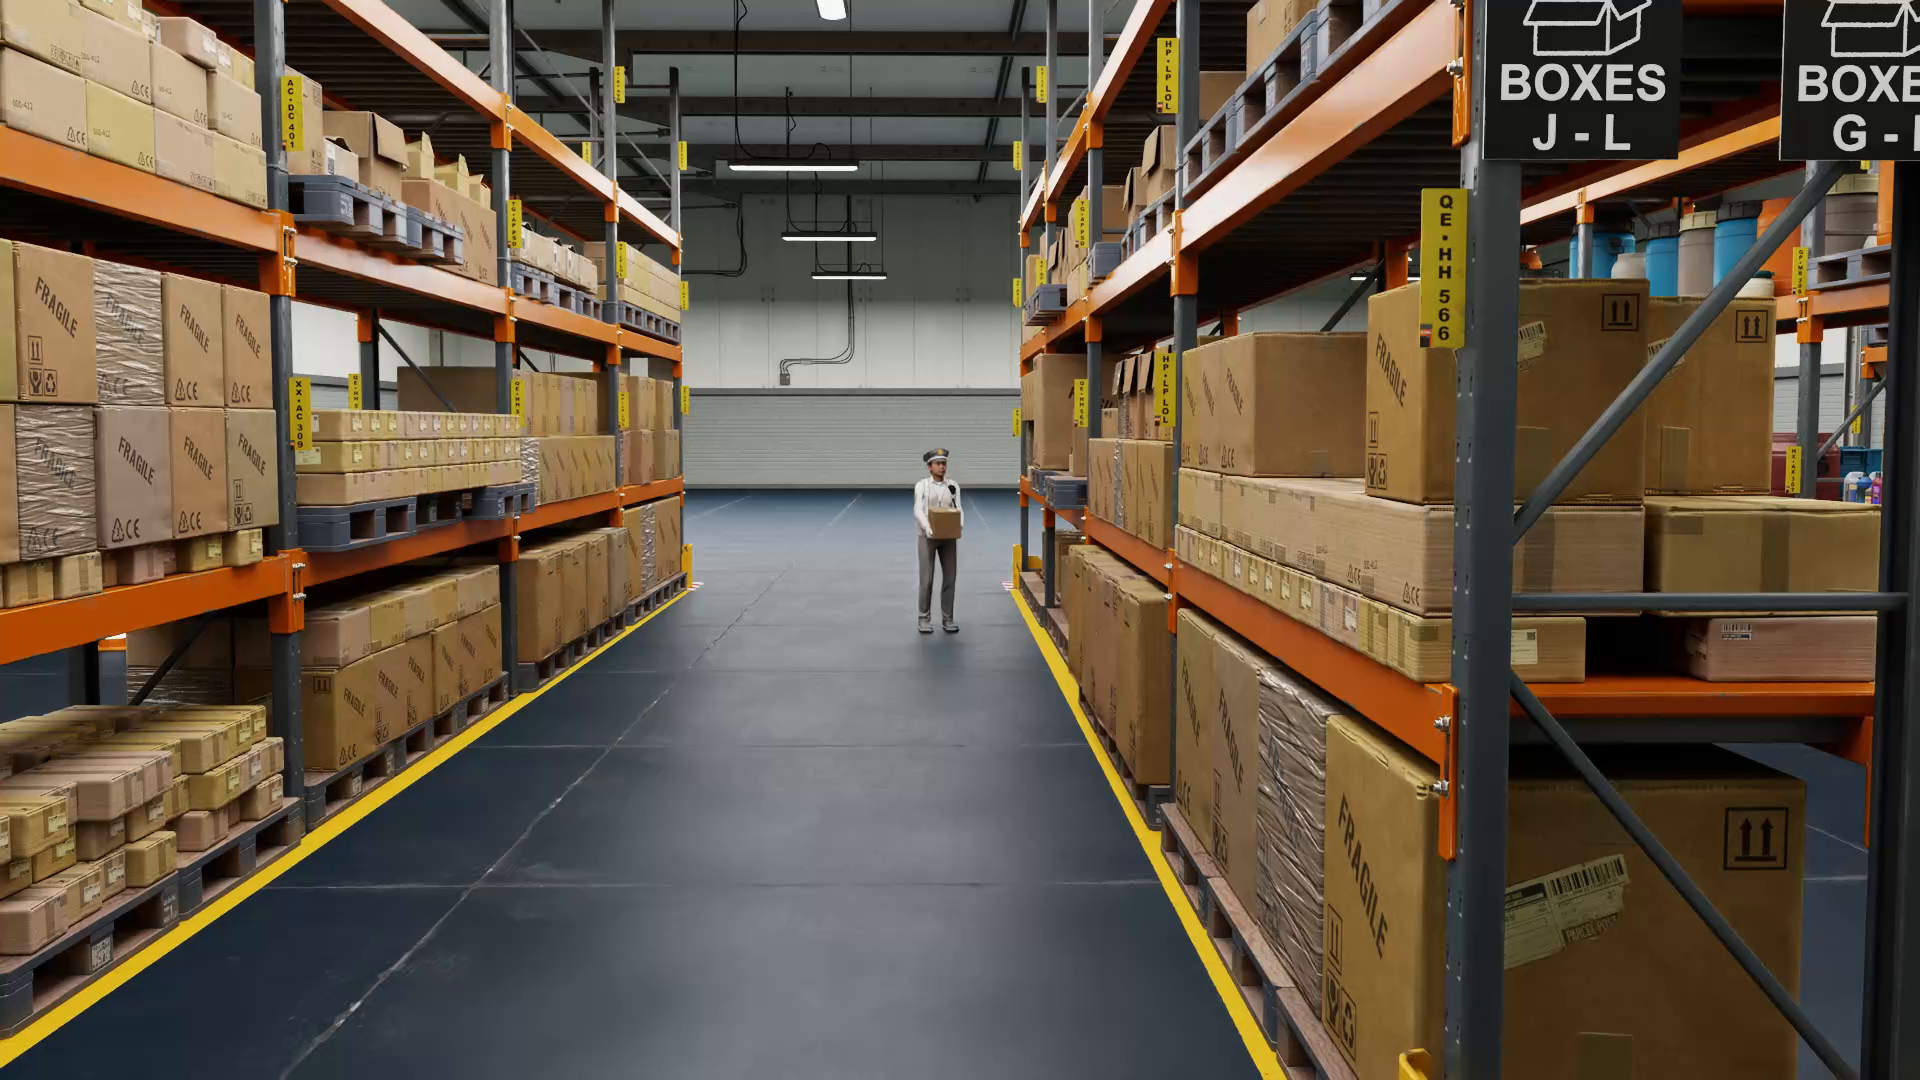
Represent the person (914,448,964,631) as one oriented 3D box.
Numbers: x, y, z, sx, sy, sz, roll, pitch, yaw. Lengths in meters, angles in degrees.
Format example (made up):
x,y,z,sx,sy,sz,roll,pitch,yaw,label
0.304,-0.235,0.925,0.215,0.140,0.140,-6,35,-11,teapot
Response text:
x,y,z,sx,sy,sz,roll,pitch,yaw,label
-0.193,-0.002,15.320,0.453,1.687,0.562,-1,4,-15,person
